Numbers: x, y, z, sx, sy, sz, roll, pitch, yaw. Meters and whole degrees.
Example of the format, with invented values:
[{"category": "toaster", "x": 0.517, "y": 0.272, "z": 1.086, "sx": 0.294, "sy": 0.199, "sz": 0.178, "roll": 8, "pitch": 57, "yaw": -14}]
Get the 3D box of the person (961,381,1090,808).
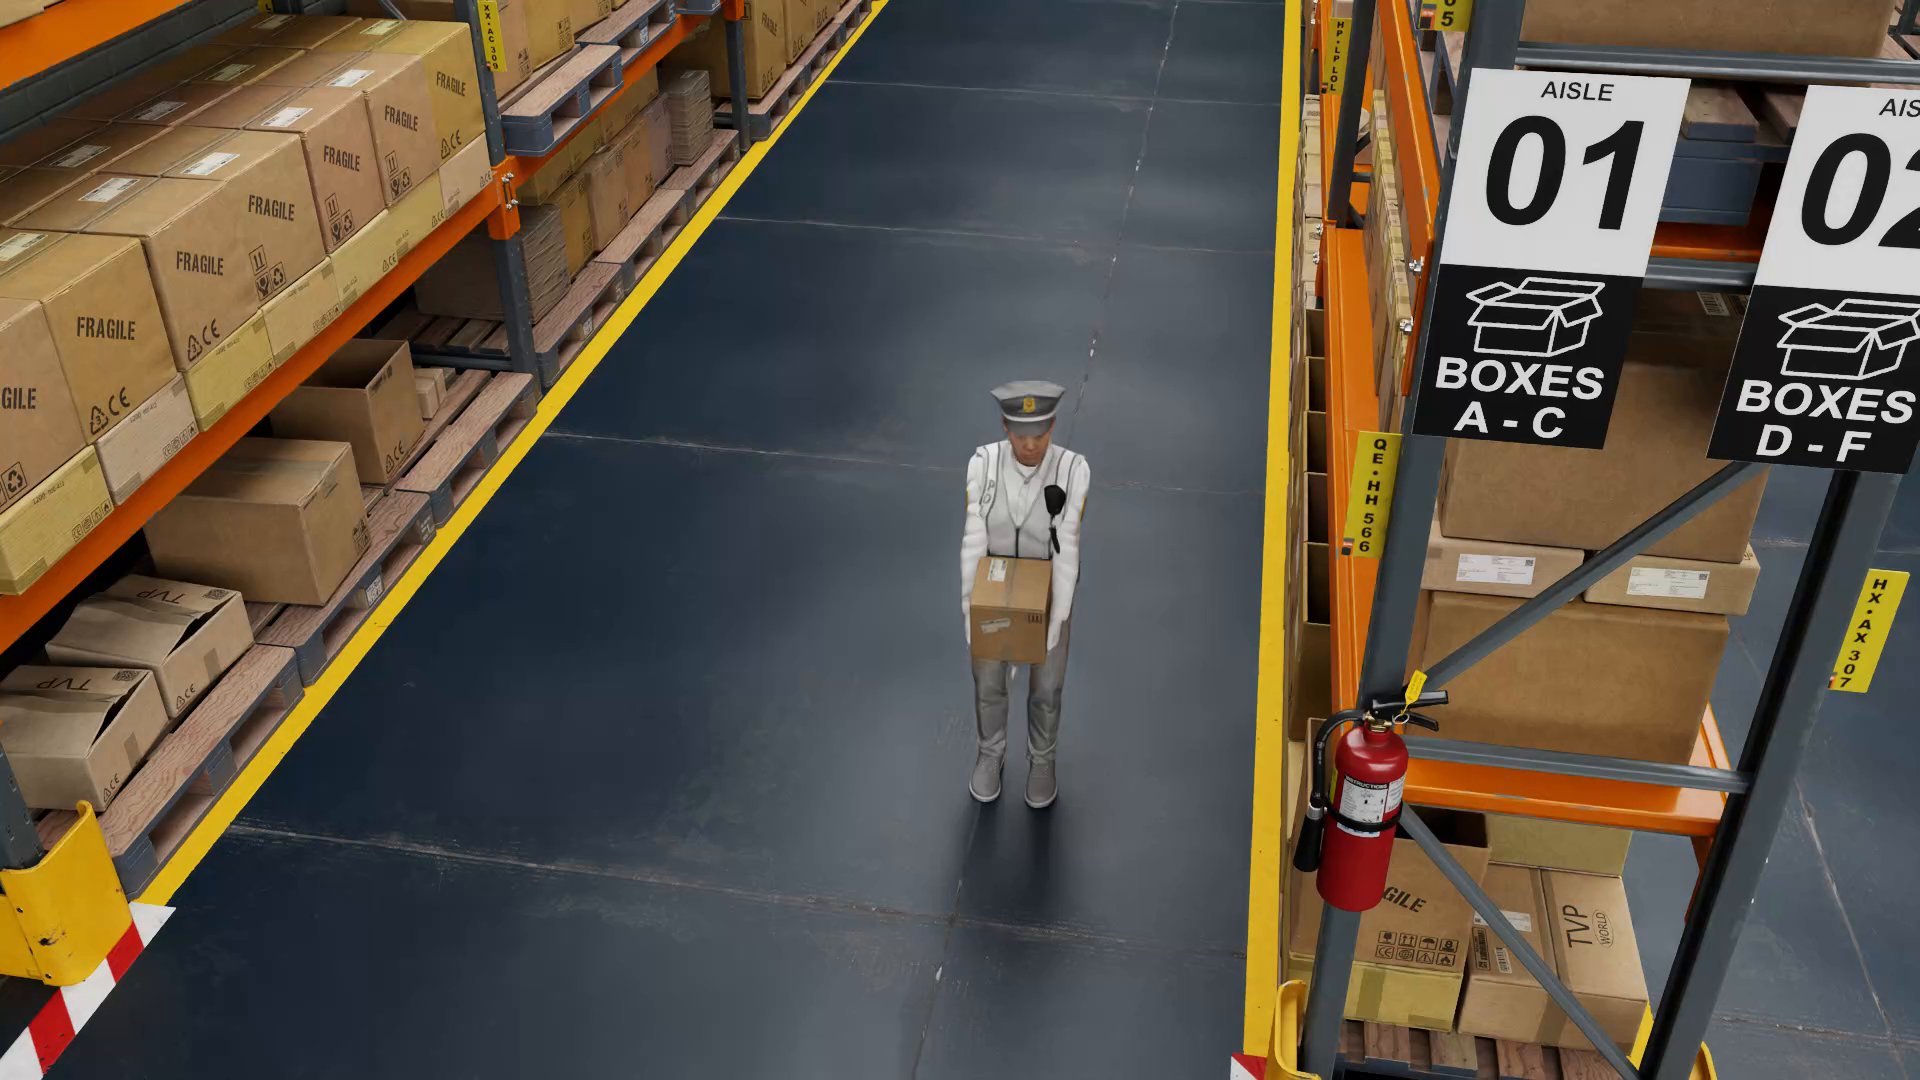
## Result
[{"category": "person", "x": 0.218, "y": 0.213, "z": 5.800, "sx": 0.417, "sy": 1.677, "sz": 0.535, "roll": 4, "pitch": 33, "yaw": 7}]
